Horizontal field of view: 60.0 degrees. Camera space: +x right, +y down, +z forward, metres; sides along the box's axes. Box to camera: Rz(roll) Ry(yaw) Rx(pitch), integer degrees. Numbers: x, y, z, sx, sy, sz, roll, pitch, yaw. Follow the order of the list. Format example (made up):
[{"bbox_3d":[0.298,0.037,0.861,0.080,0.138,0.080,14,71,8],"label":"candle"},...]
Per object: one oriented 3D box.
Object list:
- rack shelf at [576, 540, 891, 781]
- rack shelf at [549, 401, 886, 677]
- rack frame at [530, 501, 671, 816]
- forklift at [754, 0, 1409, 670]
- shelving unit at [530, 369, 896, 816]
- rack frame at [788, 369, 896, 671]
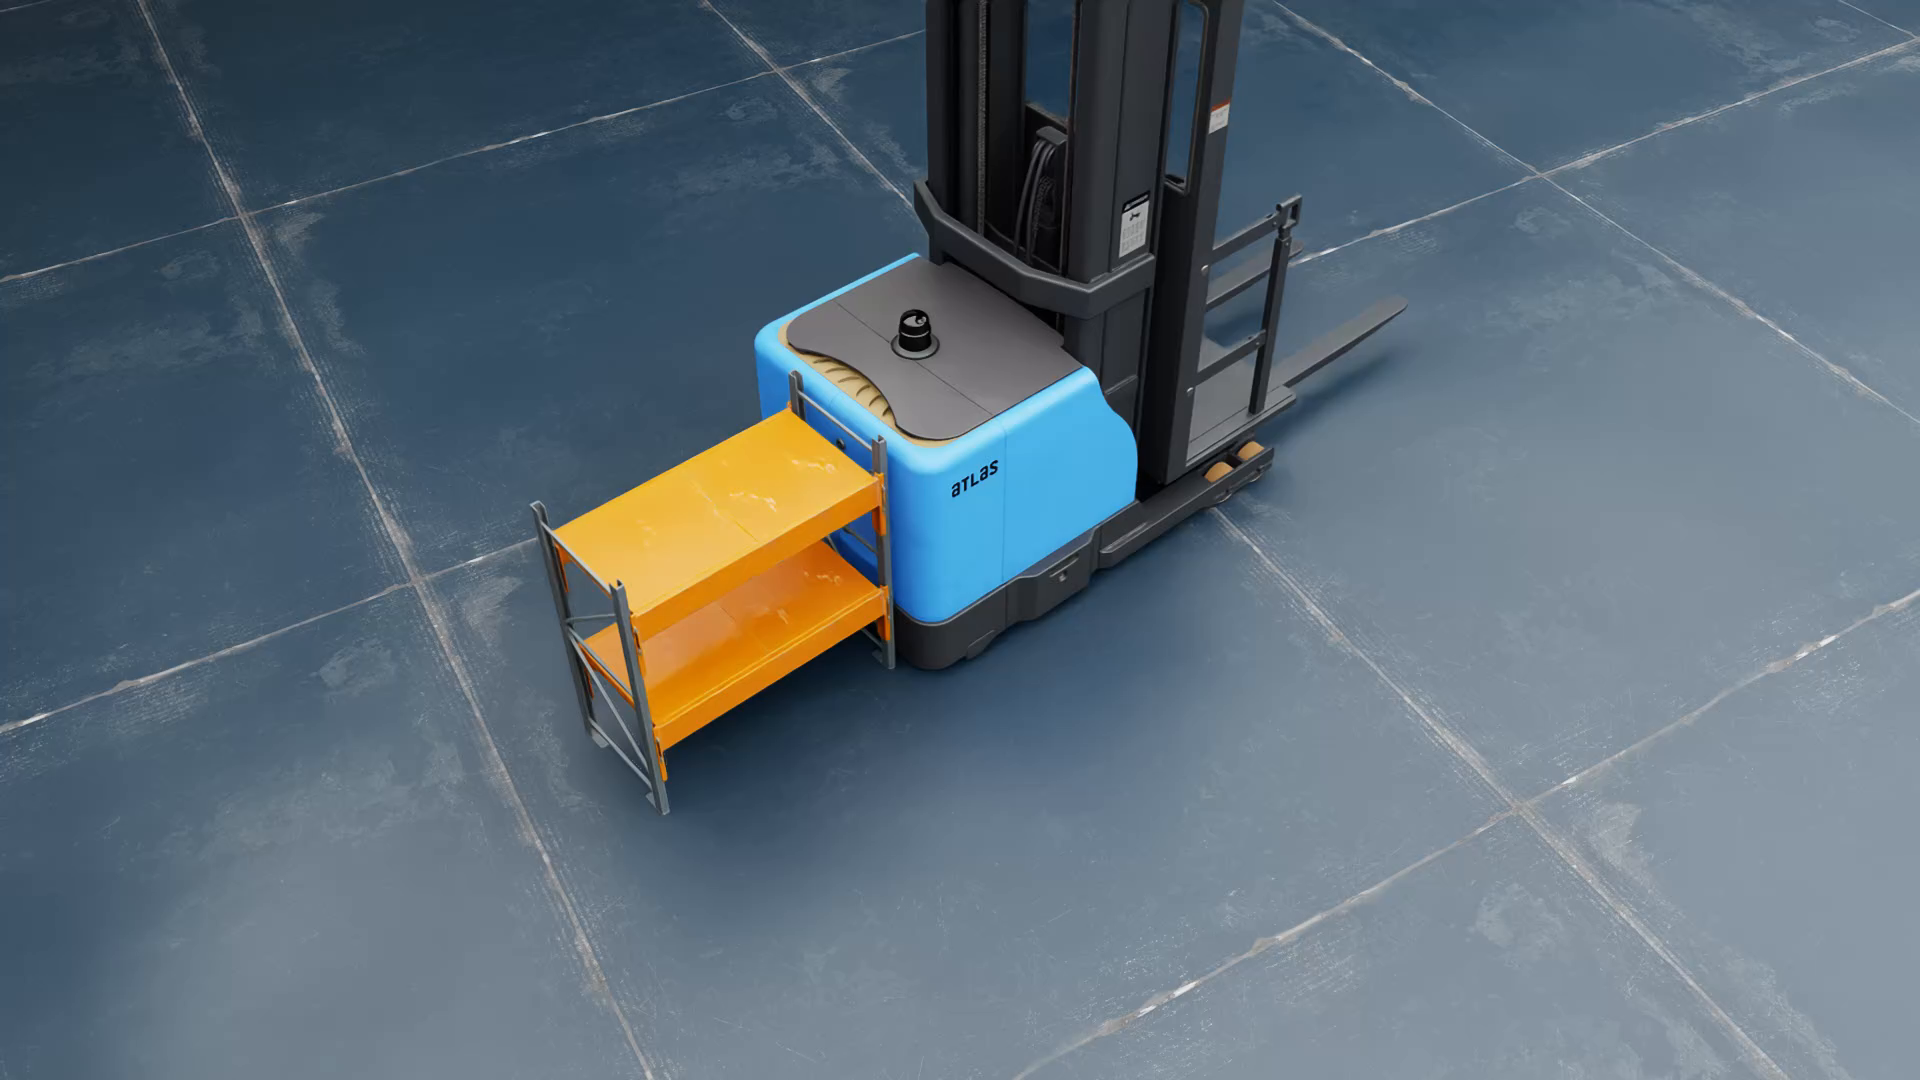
[{"bbox_3d":[-0.800,0.358,5.924,1.000,0.278,0.538,-31,52,-28],"label":"rack shelf"},{"bbox_3d":[-0.800,-0.027,5.550,1.000,0.278,0.538,-31,52,-28],"label":"rack shelf"},{"bbox_3d":[-1.182,0.416,5.514,0.032,1.125,0.500,-31,52,-28],"label":"rack frame"},{"bbox_3d":[0.682,-1.458,6.147,3.031,2.935,1.130,-31,52,-28],"label":"forklift"},{"bbox_3d":[-0.800,0.183,5.754,1.048,1.125,0.538,-31,52,-28],"label":"shelving unit"},{"bbox_3d":[-0.417,-0.050,5.994,0.032,1.125,0.500,-31,52,-28],"label":"rack frame"}]
